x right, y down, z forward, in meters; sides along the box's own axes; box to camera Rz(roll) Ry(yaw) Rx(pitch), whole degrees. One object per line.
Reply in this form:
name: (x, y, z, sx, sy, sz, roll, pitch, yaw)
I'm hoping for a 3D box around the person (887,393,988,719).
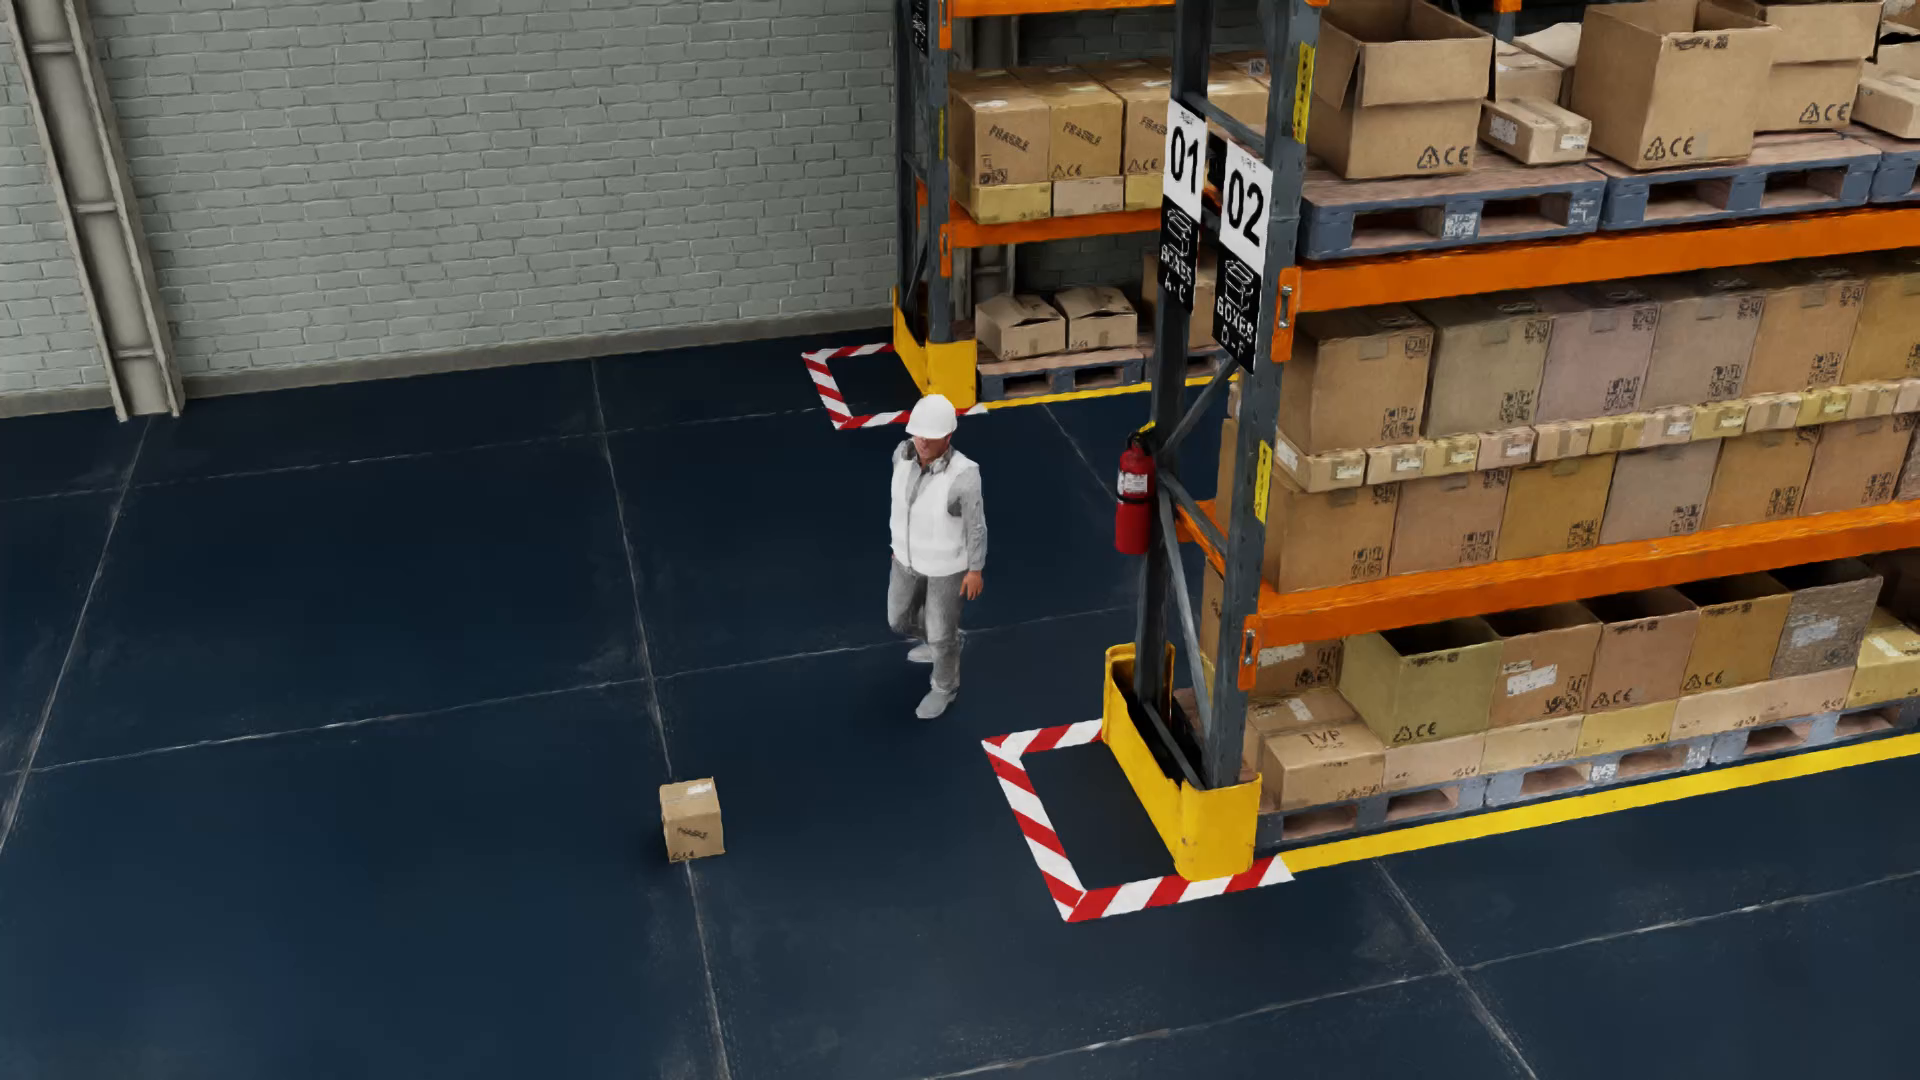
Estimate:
person: (-0.093, 0.050, 8.125, 0.586, 1.766, 0.558, 23, 37, 34)
